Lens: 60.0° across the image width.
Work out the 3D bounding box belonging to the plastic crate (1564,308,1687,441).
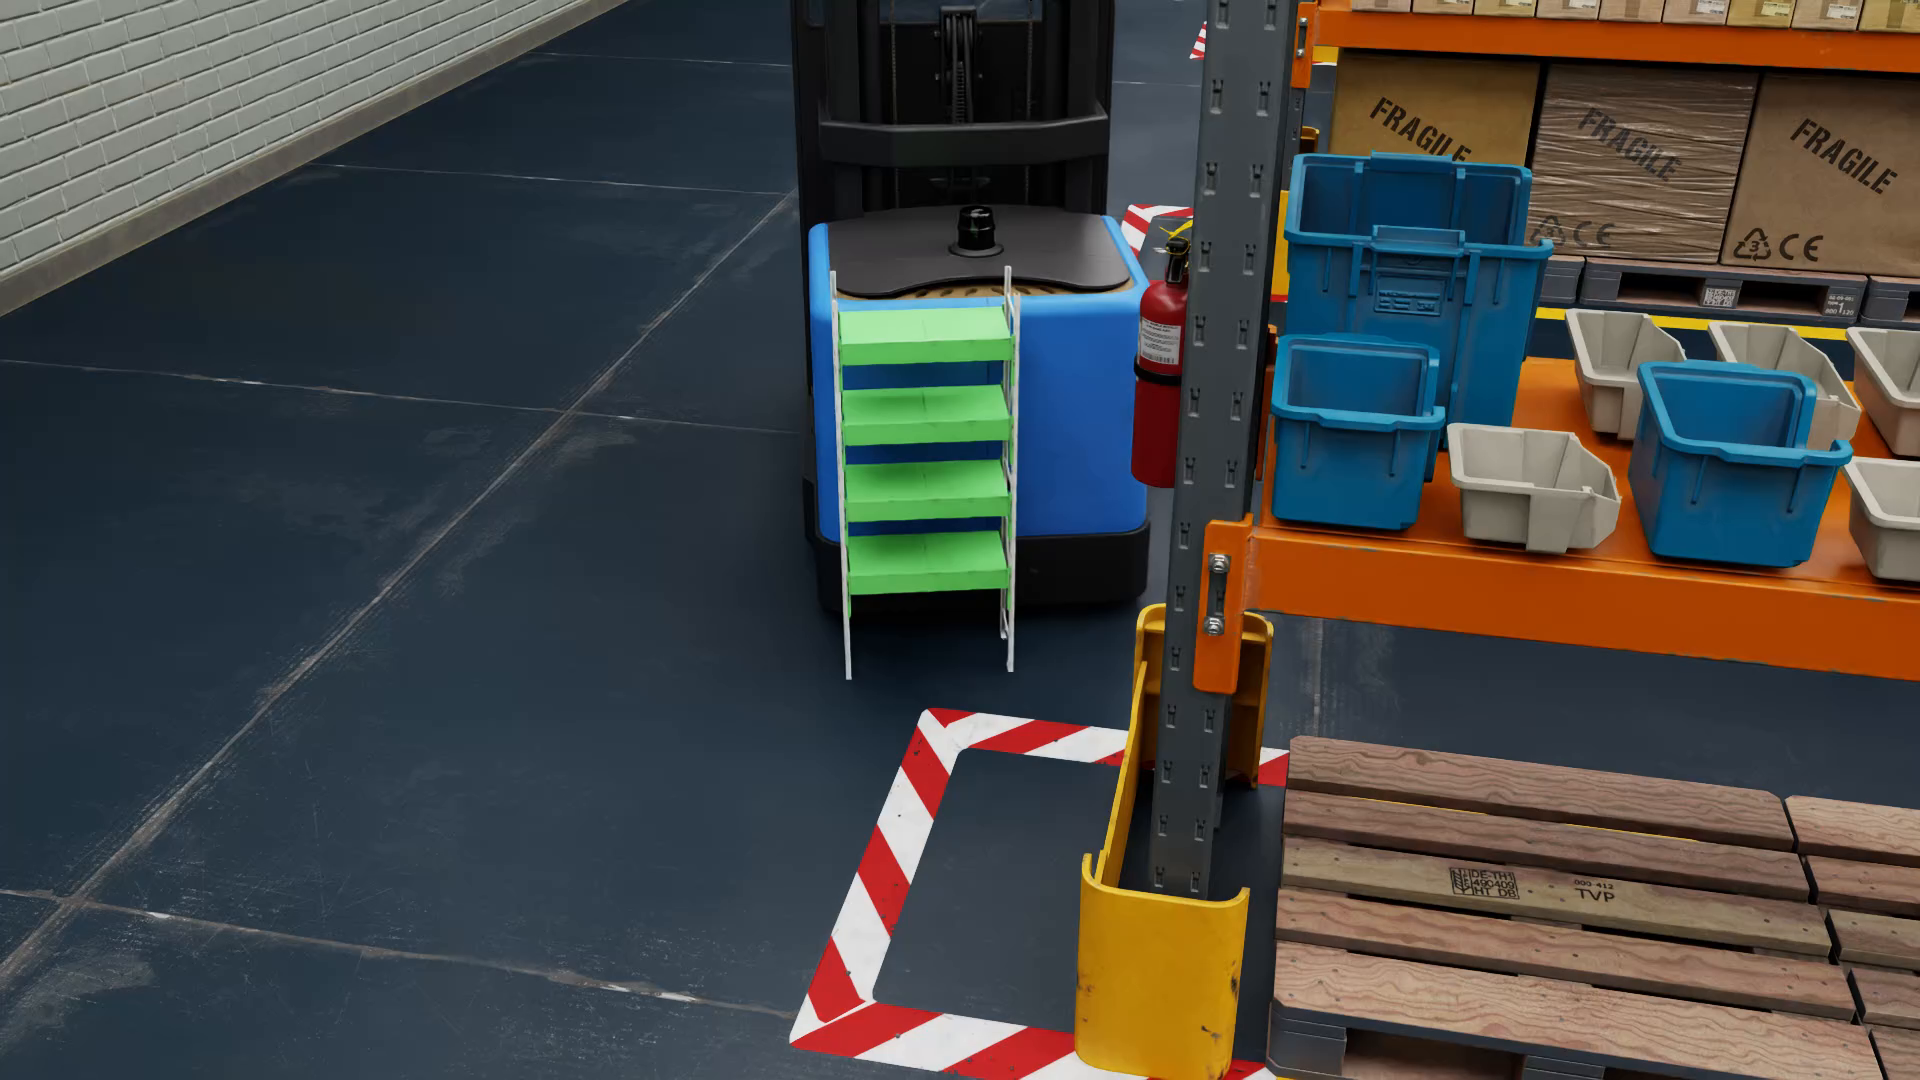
[{"bbox_3d":[1.393,-0.341,3.461,0.243,0.136,0.396,6,29,11],"label":"plastic crate"}]

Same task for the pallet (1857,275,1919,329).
[{"bbox_3d":[4.776,-1.241,7.798,1.213,0.211,1.003,6,29,11],"label":"pallet"}]

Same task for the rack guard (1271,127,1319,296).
[{"bbox_3d":[1.568,-1.659,8.259,0.348,0.500,1.175,6,29,11],"label":"rack guard"}]

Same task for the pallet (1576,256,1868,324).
[{"bbox_3d":[3.580,-1.363,8.019,1.213,0.211,1.003,6,29,11],"label":"pallet"}]

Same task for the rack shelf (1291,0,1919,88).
[{"bbox_3d":[3.548,-2.237,7.461,4.000,0.370,1.077,6,29,11],"label":"rack shelf"}]

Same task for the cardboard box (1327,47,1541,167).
[{"bbox_3d":[2.234,-1.978,8.015,0.875,0.875,0.875,6,29,11],"label":"cardboard box"}]

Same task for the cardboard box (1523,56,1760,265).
[{"bbox_3d":[3.124,-1.887,7.849,0.875,0.875,0.875,6,29,11],"label":"cardboard box"}]

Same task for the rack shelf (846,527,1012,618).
[{"bbox_3d":[-0.100,0.094,4.962,0.480,0.148,0.258,-2,29,-4],"label":"rack shelf"}]

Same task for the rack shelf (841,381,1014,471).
[{"bbox_3d":[-0.100,-0.327,4.731,0.480,0.148,0.258,-2,29,-4],"label":"rack shelf"}]

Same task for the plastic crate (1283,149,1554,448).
[{"bbox_3d":[0.924,-0.523,3.482,0.499,0.435,0.616,6,29,11],"label":"plastic crate"}]

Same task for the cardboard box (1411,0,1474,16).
[{"bbox_3d":[2.121,-2.427,7.321,0.250,0.149,0.380,5,29,10],"label":"cardboard box"}]

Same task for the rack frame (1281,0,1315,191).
[{"bbox_3d":[1.592,-2.753,7.654,0.127,3.000,1.000,6,29,11],"label":"rack frame"}]

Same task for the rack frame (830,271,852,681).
[{"bbox_3d":[-0.343,-0.163,4.797,0.015,1.200,0.240,-2,29,-4],"label":"rack frame"}]

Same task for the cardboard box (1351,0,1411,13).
[{"bbox_3d":[1.870,-2.452,7.367,0.250,0.149,0.380,6,29,11],"label":"cardboard box"}]

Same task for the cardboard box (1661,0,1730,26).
[{"bbox_3d":[3.128,-2.324,7.133,0.250,0.149,0.380,6,29,10],"label":"cardboard box"}]

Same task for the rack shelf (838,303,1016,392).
[{"bbox_3d":[-0.100,-0.538,4.616,0.480,0.148,0.258,-2,29,-4],"label":"rack shelf"}]

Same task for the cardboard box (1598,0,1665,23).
[{"bbox_3d":[2.875,-2.350,7.180,0.250,0.149,0.380,5,29,10],"label":"cardboard box"}]

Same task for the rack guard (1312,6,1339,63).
[{"bbox_3d":[2.801,-3.968,12.477,0.348,0.500,1.175,6,29,11],"label":"rack guard"}]

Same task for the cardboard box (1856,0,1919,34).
[{"bbox_3d":[3.880,-2.247,6.992,0.250,0.149,0.380,5,29,10],"label":"cardboard box"}]

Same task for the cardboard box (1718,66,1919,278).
[{"bbox_3d":[3.995,-1.798,7.686,0.875,0.875,0.875,6,29,11],"label":"cardboard box"}]

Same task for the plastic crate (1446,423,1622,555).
[{"bbox_3d":[1.027,-0.087,2.997,0.298,0.136,0.250,6,29,11],"label":"plastic crate"}]

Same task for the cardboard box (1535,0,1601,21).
[{"bbox_3d":[2.627,-2.376,7.228,0.250,0.149,0.380,5,29,10],"label":"cardboard box"}]

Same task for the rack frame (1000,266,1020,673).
[{"bbox_3d":[0.143,-0.183,4.834,0.015,1.200,0.240,-2,29,-4],"label":"rack frame"}]

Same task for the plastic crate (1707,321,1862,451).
[{"bbox_3d":[1.673,-0.305,3.395,0.243,0.136,0.396,6,29,11],"label":"plastic crate"}]

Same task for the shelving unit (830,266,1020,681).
[{"bbox_3d":[-0.100,-0.173,4.816,0.503,1.200,0.258,-2,29,-4],"label":"shelving unit"}]

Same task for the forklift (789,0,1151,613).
[{"bbox_3d":[-0.047,-1.736,5.869,1.130,2.935,3.031,-2,29,-4],"label":"forklift"}]

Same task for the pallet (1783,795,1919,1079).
[{"bbox_3d":[2.545,1.021,3.666,1.213,0.211,1.003,6,29,11],"label":"pallet"}]

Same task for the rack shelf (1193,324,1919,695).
[{"bbox_3d":[2.513,0.089,3.212,4.000,0.370,1.077,6,29,11],"label":"rack shelf"}]

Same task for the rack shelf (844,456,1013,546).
[{"bbox_3d":[-0.100,-0.117,4.847,0.480,0.148,0.258,-2,29,-4],"label":"rack shelf"}]

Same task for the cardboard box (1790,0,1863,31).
[{"bbox_3d":[3.632,-2.273,7.040,0.250,0.149,0.380,6,29,11],"label":"cardboard box"}]

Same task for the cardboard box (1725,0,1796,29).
[{"bbox_3d":[3.375,-2.298,7.086,0.250,0.149,0.380,5,29,9],"label":"cardboard box"}]

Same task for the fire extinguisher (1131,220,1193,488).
[{"bbox_3d":[0.505,-0.458,3.931,0.183,0.674,0.296,6,29,11],"label":"fire extinguisher"}]

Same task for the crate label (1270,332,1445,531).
[{"bbox_3d":[0.730,-0.200,3.104,0.303,0.233,0.416,6,29,11],"label":"crate label"}]

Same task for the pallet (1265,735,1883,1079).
[{"bbox_3d":[1.356,0.897,3.891,1.213,0.211,1.003,6,29,11],"label":"pallet"}]

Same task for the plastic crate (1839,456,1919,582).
[{"bbox_3d":[1.690,-0.019,2.873,0.298,0.136,0.250,6,29,11],"label":"plastic crate"}]

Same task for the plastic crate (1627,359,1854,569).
[{"bbox_3d":[1.374,-0.134,2.983,0.300,0.233,0.416,6,29,11],"label":"plastic crate"}]

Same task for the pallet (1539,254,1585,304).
[{"bbox_3d":[2.390,-1.486,8.245,1.213,0.211,1.003,6,29,11],"label":"pallet"}]

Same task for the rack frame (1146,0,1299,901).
[{"bbox_3d":[0.558,-0.427,3.406,0.127,3.000,1.000,6,29,11],"label":"rack frame"}]

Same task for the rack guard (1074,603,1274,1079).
[{"bbox_3d":[0.531,0.673,3.999,0.348,0.500,1.175,6,29,11],"label":"rack guard"}]

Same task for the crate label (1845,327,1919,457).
[{"bbox_3d":[1.951,-0.288,3.365,0.243,0.136,0.396,6,29,11],"label":"crate label"}]

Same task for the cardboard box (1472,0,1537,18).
[{"bbox_3d":[2.372,-2.401,7.274,0.250,0.149,0.380,5,29,9],"label":"cardboard box"}]
